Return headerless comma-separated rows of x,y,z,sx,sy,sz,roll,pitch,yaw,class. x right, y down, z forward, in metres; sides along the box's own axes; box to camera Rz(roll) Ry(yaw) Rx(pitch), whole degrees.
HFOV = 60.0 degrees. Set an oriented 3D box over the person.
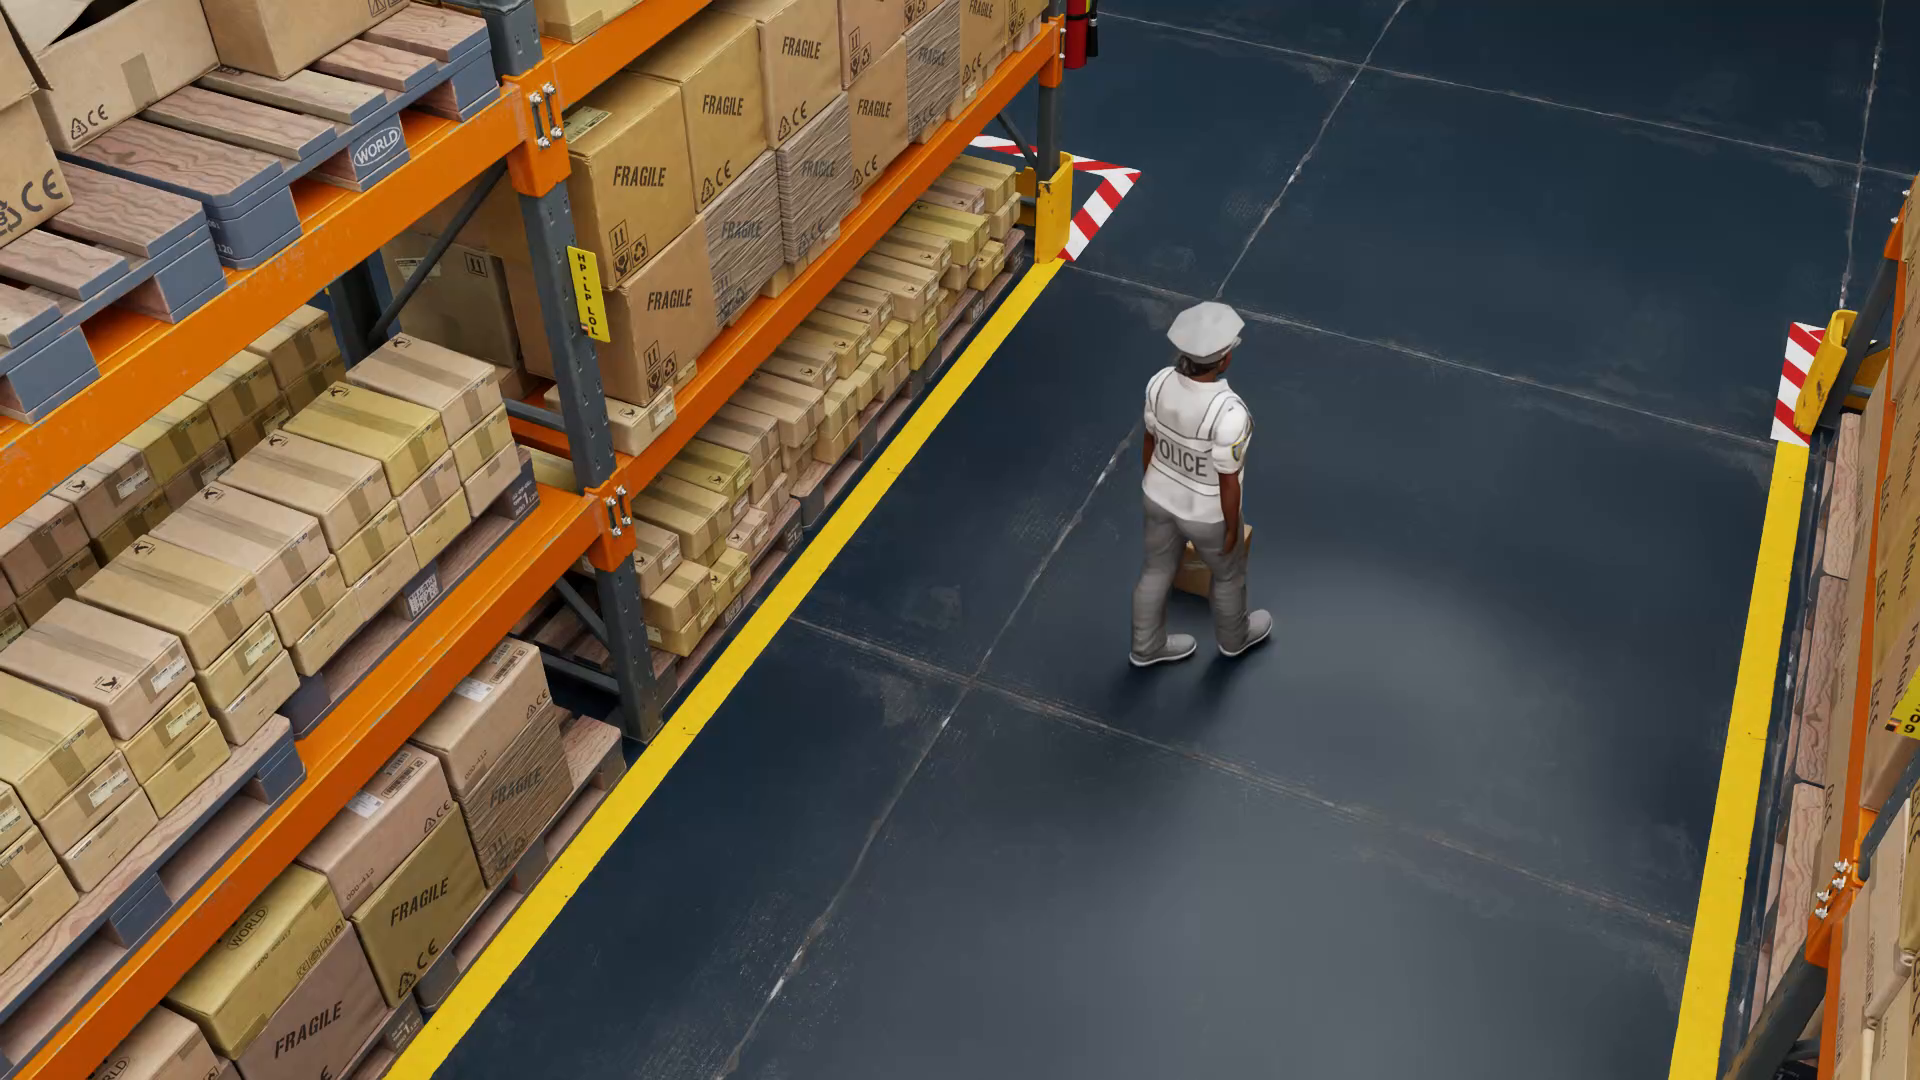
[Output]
0.966,-0.208,6.369,0.458,1.674,0.588,33,52,31,person
